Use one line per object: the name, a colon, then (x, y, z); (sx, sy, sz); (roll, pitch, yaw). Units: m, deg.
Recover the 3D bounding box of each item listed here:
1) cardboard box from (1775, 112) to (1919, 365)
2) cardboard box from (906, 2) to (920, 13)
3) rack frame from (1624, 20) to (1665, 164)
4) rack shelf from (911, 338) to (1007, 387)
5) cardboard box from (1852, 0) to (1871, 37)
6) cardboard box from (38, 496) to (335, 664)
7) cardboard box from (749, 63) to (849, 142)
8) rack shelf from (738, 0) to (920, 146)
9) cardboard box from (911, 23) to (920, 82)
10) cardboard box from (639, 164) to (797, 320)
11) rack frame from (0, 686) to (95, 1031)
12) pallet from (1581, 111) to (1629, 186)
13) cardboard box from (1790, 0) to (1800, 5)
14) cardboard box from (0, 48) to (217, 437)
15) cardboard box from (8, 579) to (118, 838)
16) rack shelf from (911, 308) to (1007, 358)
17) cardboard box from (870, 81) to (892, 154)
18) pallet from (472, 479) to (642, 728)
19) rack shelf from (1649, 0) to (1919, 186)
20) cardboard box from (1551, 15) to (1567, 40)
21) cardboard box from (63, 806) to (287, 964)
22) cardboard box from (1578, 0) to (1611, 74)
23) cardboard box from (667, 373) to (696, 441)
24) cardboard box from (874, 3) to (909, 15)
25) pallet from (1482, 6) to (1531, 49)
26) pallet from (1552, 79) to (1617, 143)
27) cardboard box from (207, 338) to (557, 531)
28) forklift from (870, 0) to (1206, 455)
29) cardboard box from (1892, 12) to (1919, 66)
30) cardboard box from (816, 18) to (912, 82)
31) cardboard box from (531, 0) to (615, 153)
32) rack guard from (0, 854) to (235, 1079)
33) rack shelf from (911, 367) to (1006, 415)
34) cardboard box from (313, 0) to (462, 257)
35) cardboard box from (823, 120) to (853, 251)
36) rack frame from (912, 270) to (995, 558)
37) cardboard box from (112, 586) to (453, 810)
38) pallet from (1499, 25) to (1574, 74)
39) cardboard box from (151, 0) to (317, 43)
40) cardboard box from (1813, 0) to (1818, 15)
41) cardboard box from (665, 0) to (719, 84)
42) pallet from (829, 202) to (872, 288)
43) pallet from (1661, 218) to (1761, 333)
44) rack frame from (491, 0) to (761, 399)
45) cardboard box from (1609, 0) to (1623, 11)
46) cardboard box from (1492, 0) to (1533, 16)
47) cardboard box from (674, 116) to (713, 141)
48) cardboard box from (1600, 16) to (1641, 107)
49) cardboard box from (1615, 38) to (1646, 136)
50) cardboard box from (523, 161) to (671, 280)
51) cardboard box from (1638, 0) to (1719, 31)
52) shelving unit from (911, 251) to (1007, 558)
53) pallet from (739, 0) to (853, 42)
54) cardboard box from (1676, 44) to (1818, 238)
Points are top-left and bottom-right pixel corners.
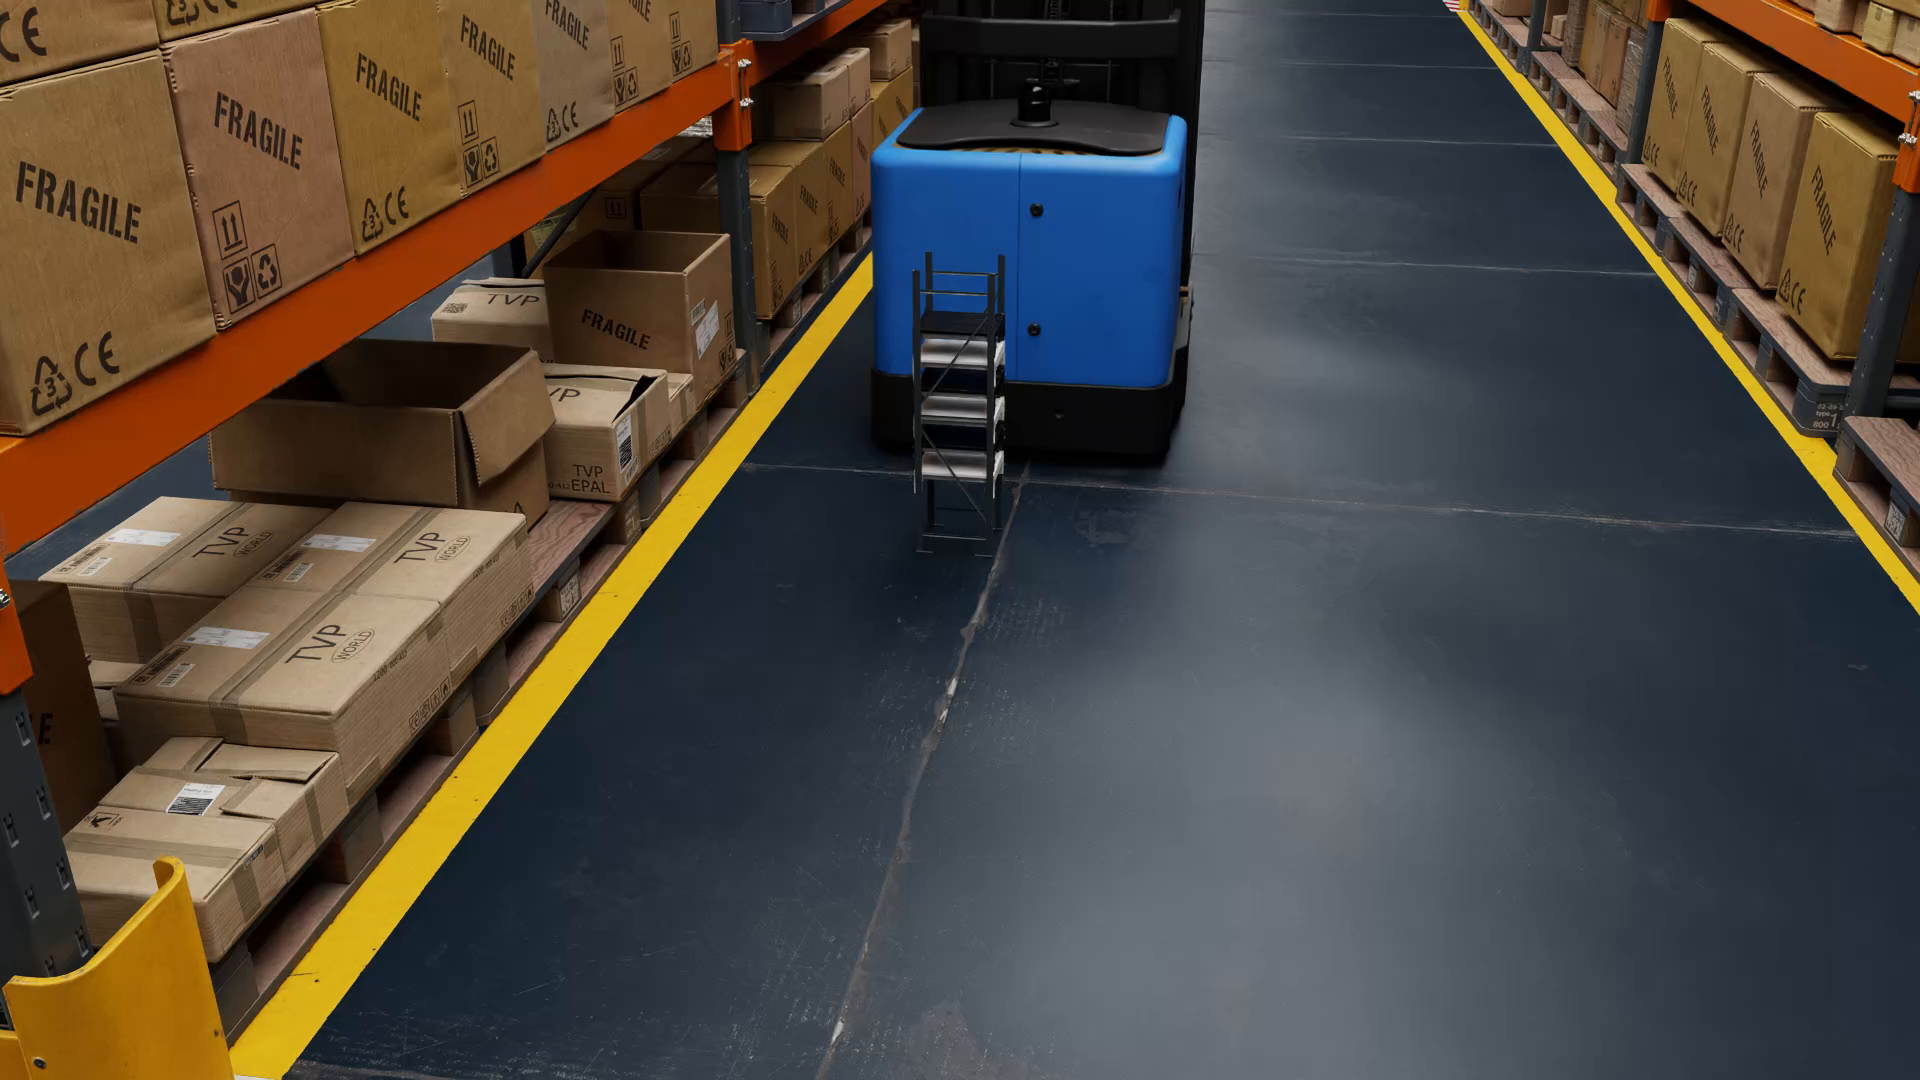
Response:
cardboard box: (3.581, -1.118, 6.141); (0.750, 0.750, 0.750); (4, 25, 9)
cardboard box: (-0.093, -3.466, 11.204); (0.500, 0.311, 0.500); (3, 25, 7)
rack frame: (4.256, -3.294, 8.749); (1.000, 3.000, 0.127); (4, 25, 9)
rack shelf: (-0.001, -0.537, 4.990); (0.258, 0.077, 0.200); (4, 25, 9)
cardboard box: (3.483, -1.889, 6.021); (0.380, 0.149, 0.250); (5, 26, 10)
cardboard box: (-1.908, 0.117, 4.187); (0.500, 0.250, 0.500); (4, 25, 9)
cardboard box: (-0.802, -1.973, 7.472); (0.500, 0.250, 0.500); (4, 25, 9)
rack shelf: (-0.958, -2.473, 7.844); (1.077, 0.370, 4.000); (4, 25, 9)
cardboard box: (-0.256, -3.033, 10.278); (0.500, 0.311, 0.500); (5, 26, 10)
cardboard box: (-0.965, -1.215, 6.737); (0.500, 0.500, 0.500); (3, 25, 6)
rack frame: (-1.935, -0.289, 2.330); (0.949, 2.616, 0.053); (4, 25, 9)
pallet: (4.386, -2.358, 10.038); (1.003, 0.211, 1.213); (4, 25, 9)
cardboard box: (3.684, -2.316, 6.932); (0.380, 0.149, 0.250); (5, 26, 10)
cardboard box: (-1.606, -0.502, 2.667); (0.500, 0.500, 0.500); (5, 25, 10)
cardboard box: (-2.093, 0.399, 3.289); (0.500, 0.500, 0.500); (4, 25, 9)
rack shelf: (-0.001, -0.619, 4.952); (0.258, 0.077, 0.200); (4, 25, 9)
cardboard box: (-0.637, -2.079, 8.582); (0.500, 0.500, 0.500); (3, 25, 7)
pallet: (-1.595, 0.099, 4.789); (1.003, 0.211, 1.213); (4, 25, 9)
rack shelf: (3.930, -2.132, 7.114); (1.077, 0.370, 4.000); (4, 25, 9)
cardboard box: (4.968, -4.109, 13.312); (0.380, 0.166, 0.250); (1, 25, 2)
cardboard box: (-1.531, 0.651, 3.165); (0.380, 0.149, 0.250); (4, 25, 9)
cardboard box: (4.771, -3.505, 11.630); (0.700, 0.500, 0.500); (4, 25, 7)
cardboard box: (-1.100, -0.452, 5.520); (0.380, 0.149, 0.250); (4, 25, 9)
cardboard box: (-0.625, -3.499, 11.274); (0.500, 0.311, 0.500); (4, 25, 8)
pallet: (5.182, -4.499, 14.612); (1.003, 0.211, 1.213); (4, 25, 9)
pallet: (4.587, -2.866, 11.125); (1.003, 0.211, 1.213); (4, 25, 9)
cardboard box: (-1.587, -0.245, 4.661); (0.797, 0.503, 0.637); (4, 25, 9)
forklift: (0.427, -2.217, 6.528); (1.130, 2.935, 3.031); (4, 25, 8)
cardboard box: (3.379, -1.677, 5.567); (0.380, 0.149, 0.250); (4, 25, 9)
cardboard box: (-0.558, -2.611, 8.835); (0.500, 0.250, 0.500); (5, 26, 11)
cardboard box: (-1.278, -1.350, 4.478); (0.500, 0.500, 0.500); (5, 25, 10)
rack guard: (-1.926, 0.811, 2.928); (1.175, 0.500, 0.348); (4, 25, 9)
rack shelf: (-0.001, -0.455, 5.028); (0.258, 0.077, 0.200); (4, 25, 9)
cardboard box: (-1.442, -0.928, 3.576); (0.500, 0.500, 0.500); (4, 25, 8)
cardboard box: (-0.800, -1.647, 7.661); (0.500, 0.500, 0.500); (4, 25, 9)
rack frame: (-0.018, -0.362, 4.961); (0.240, 0.900, 0.006); (4, 25, 9)
cardboard box: (-1.488, 0.340, 3.711); (0.500, 0.250, 0.500); (4, 25, 9)
pallet: (4.985, -3.987, 13.519); (1.003, 0.211, 1.213); (4, 25, 9)
cardboard box: (-1.528, -1.174, 2.923); (0.500, 0.500, 0.500); (4, 25, 9)
cardboard box: (3.574, -2.102, 6.475); (0.380, 0.149, 0.250); (4, 25, 9)
cardboard box: (-1.113, -1.781, 5.399); (0.500, 0.500, 0.500); (4, 25, 9)
pallet: (-0.992, -1.554, 8.321); (1.003, 0.211, 1.213); (4, 25, 9)
pallet: (3.852, -1.198, 7.560); (1.003, 0.211, 1.213); (4, 25, 9)
rack frame: (-1.285, -1.962, 5.904); (1.000, 3.000, 0.127); (4, 25, 9)
cardboard box: (4.656, -3.662, 11.081); (0.500, 0.250, 0.500); (3, 25, 7)
cardboard box: (5.100, -4.882, 14.571); (0.700, 0.500, 0.500); (2, 25, 5)
cardboard box: (-1.316, -1.672, 7.713); (0.500, 0.500, 0.500); (4, 25, 9)
cardboard box: (4.575, -3.083, 10.727); (0.700, 0.500, 0.500); (4, 25, 8)
cardboard box: (4.323, -2.666, 9.836); (0.700, 0.500, 0.500); (4, 25, 9)
cardboard box: (-1.487, -1.256, 6.824); (0.500, 0.500, 0.500); (4, 25, 8)
cardboard box: (4.478, -3.239, 10.177); (0.500, 0.250, 0.500); (4, 25, 10)
shelving unit: (-0.001, -0.404, 5.052); (0.258, 0.900, 0.210); (4, 25, 9)
pallet: (-1.047, -2.202, 6.643); (1.003, 0.211, 1.213); (4, 25, 9)
cardboard box: (3.857, -1.846, 7.696); (0.750, 0.750, 0.750); (4, 25, 8)
